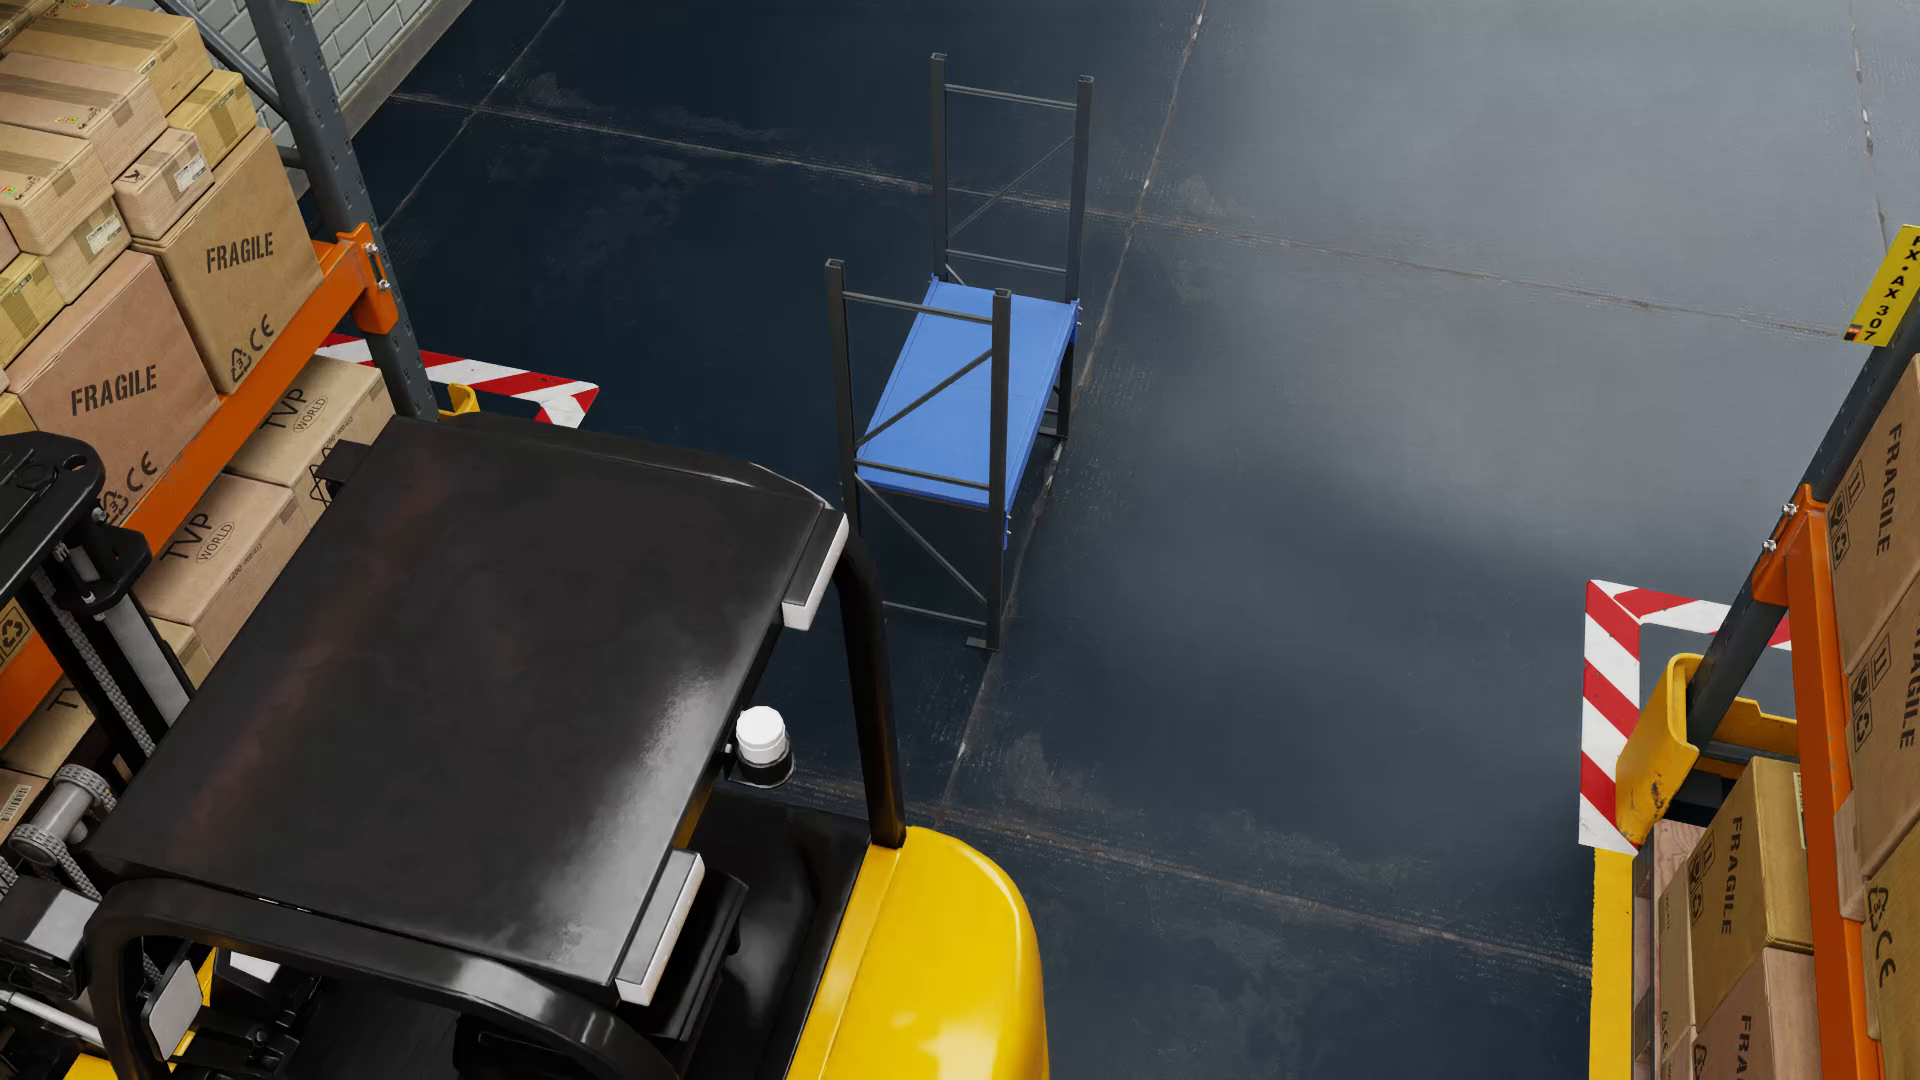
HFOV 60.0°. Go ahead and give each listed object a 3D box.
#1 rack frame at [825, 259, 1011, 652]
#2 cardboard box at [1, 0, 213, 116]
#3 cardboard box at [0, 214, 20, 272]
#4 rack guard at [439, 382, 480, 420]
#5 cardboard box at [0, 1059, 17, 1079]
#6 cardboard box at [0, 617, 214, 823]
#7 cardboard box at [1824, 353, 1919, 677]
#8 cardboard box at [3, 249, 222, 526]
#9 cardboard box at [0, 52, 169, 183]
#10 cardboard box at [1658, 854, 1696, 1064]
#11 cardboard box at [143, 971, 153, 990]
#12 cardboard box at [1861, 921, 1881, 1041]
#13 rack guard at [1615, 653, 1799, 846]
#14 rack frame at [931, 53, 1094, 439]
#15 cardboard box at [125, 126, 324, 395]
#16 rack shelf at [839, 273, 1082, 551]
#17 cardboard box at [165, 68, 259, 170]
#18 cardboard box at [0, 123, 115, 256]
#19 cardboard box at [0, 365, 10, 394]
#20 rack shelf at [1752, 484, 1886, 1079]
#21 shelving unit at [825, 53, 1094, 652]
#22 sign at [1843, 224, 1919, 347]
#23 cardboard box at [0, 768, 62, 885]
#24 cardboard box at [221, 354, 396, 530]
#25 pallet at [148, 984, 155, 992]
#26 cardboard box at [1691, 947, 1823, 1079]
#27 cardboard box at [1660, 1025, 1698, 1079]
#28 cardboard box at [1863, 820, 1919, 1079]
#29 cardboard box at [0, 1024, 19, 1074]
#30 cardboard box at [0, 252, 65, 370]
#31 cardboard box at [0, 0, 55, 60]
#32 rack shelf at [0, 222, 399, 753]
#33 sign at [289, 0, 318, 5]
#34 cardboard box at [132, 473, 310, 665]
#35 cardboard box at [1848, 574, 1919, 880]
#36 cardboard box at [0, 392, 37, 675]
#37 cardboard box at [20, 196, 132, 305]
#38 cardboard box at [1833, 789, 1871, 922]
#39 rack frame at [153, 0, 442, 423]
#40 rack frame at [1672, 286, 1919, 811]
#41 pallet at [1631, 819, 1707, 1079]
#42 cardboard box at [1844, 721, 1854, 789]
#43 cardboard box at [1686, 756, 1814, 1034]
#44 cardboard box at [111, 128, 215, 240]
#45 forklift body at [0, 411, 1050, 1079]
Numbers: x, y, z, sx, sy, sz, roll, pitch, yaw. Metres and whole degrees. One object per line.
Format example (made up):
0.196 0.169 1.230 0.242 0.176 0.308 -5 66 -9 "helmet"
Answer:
-0.111 -0.190 4.918 0.500 1.500 0.032 12 50 10 "rack frame"
-2.096 -1.185 4.097 0.380 0.149 0.250 12 50 10 "cardboard box"
-2.311 -0.640 3.617 0.380 0.149 0.250 12 50 10 "cardboard box"
-2.199 -0.329 5.707 1.175 0.500 0.348 12 50 10 "rack guard"
-2.558 1.345 3.783 0.500 0.250 0.500 11 50 10 "cardboard box"
-2.277 0.433 4.254 0.500 0.250 0.500 12 50 11 "cardboard box"
2.193 -0.006 3.490 0.500 0.500 0.500 11 49 9 "cardboard box"
-2.227 -0.391 4.028 0.500 0.500 0.500 13 50 11 "cardboard box"
-2.131 -1.000 3.934 0.380 0.149 0.250 12 50 10 "cardboard box"
2.106 1.137 4.299 0.500 0.250 0.500 11 50 10 "cardboard box"
-2.419 1.132 4.304 0.500 0.250 0.500 13 50 11 "cardboard box"
1.948 0.855 3.162 0.380 0.149 0.250 13 50 11 "cardboard box"
2.565 0.720 4.781 1.175 0.500 0.348 12 50 10 "rack guard"
0.156 -0.926 5.567 0.500 1.500 0.032 12 50 10 "rack frame"
-2.081 -0.764 4.357 0.500 0.500 0.500 11 49 9 "cardboard box"
0.022 -0.439 5.377 0.538 0.185 1.000 12 50 10 "rack shelf"
-2.026 -1.081 4.204 0.380 0.149 0.250 12 50 11 "cardboard box"
-2.174 -0.805 3.763 0.380 0.149 0.250 13 50 11 "cardboard box"
-2.293 -0.335 3.546 0.380 0.149 0.250 10 49 9 "cardboard box"
2.058 1.522 2.886 1.077 0.370 4.000 12 50 10 "rack shelf"
0.022 -0.558 5.242 0.538 1.500 1.048 12 50 10 "shelving unit"
2.061 -0.556 3.662 0.100 0.325 0.005 12 50 10 "sign"
-2.418 0.798 3.932 0.500 0.250 0.500 11 49 9 "cardboard box"
-2.025 -0.304 4.905 0.500 0.250 0.500 13 50 11 "cardboard box"
-2.689 1.225 4.528 1.003 0.211 1.213 12 50 10 "pallet"
1.967 1.286 3.668 0.500 0.500 0.500 10 49 9 "cardboard box"
1.964 1.505 3.975 0.500 0.250 0.500 13 50 11 "cardboard box"
1.926 0.738 2.833 0.500 0.500 0.500 11 49 9 "cardboard box"
-2.425 0.979 4.105 0.500 0.250 0.500 11 50 10 "cardboard box"
-2.268 -0.537 3.724 0.380 0.149 0.250 11 50 10 "cardboard box"
-2.499 -1.285 4.185 0.380 0.149 0.250 11 49 9 "cardboard box"
-2.731 0.546 3.748 1.077 0.370 4.000 12 50 10 "rack shelf"
-1.685 -1.484 4.128 0.100 0.325 0.005 12 50 10 "sign"
-2.154 0.066 4.578 0.500 0.250 0.500 12 50 11 "cardboard box"
2.059 0.369 3.158 0.500 0.500 0.500 13 50 11 "cardboard box"
-2.361 -0.020 3.701 0.500 0.500 0.500 11 49 9 "cardboard box"
-2.192 -0.714 3.881 0.380 0.149 0.250 12 50 11 "cardboard box"
1.984 0.661 3.333 0.380 0.149 0.250 12 50 11 "cardboard box"
-2.205 -1.139 4.755 1.000 3.000 0.127 12 50 10 "rack frame"
2.585 -0.162 3.893 1.000 3.000 0.127 12 50 10 "rack frame"
2.317 1.396 4.377 1.003 0.211 1.213 12 50 10 "pallet"
2.095 0.487 3.487 0.380 0.149 0.250 10 49 9 "cardboard box"
2.100 0.907 4.003 0.500 0.500 0.500 10 49 9 "cardboard box"
-2.064 -0.890 4.036 0.380 0.149 0.250 12 50 11 "cardboard box"
-0.944 0.873 3.545 2.313 2.155 1.214 12 50 10 "forklift body"
